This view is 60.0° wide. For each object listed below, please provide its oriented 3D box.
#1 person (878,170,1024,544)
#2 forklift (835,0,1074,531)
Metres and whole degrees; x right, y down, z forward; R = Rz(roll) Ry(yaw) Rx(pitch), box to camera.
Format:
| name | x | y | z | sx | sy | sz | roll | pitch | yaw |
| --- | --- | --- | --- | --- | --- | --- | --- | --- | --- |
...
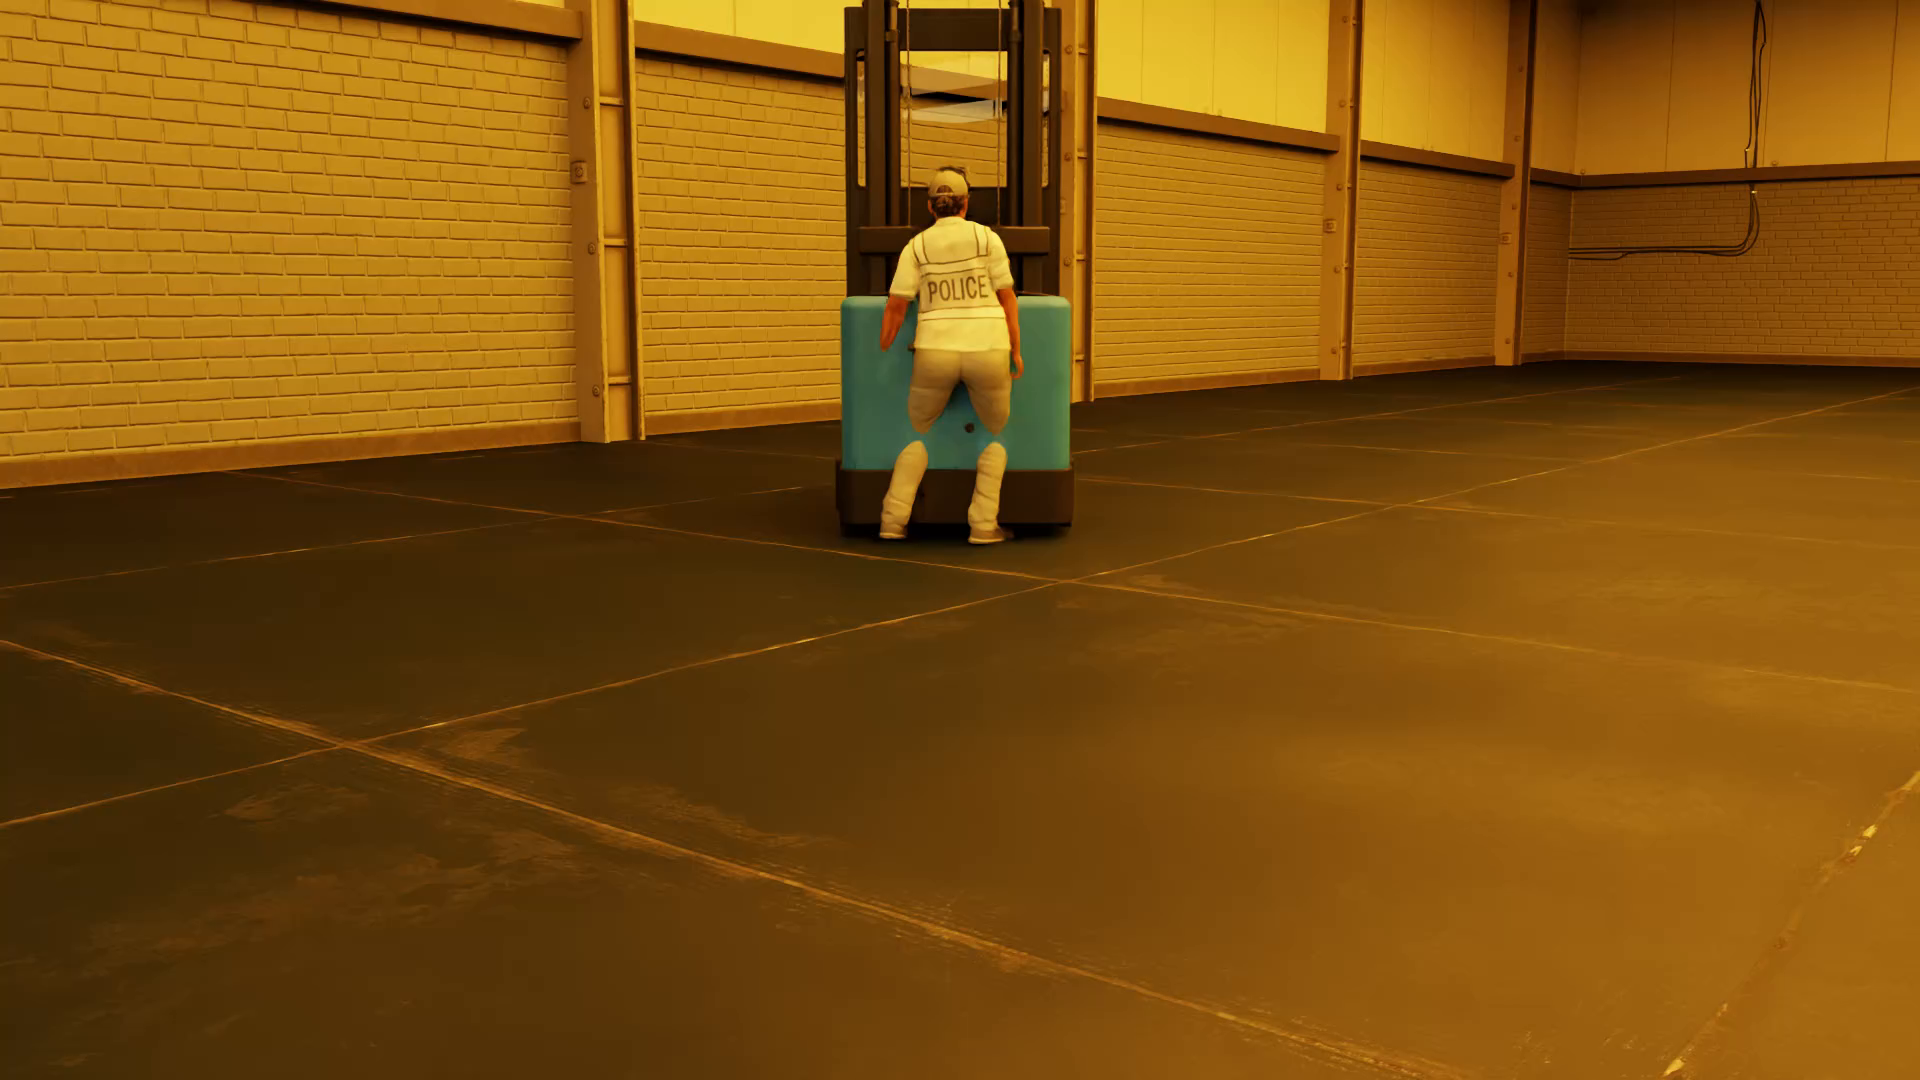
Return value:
| name | x | y | z | sx | sy | sz | roll | pitch | yaw |
| --- | --- | --- | --- | --- | --- | --- | --- | --- | --- |
| person | -0.061 | -0.795 | 7.323 | 0.694 | 1.634 | 0.411 | 0 | 8 | 0 |
| forklift | -0.039 | -1.669 | 8.690 | 1.130 | 2.935 | 3.031 | 0 | 8 | -1 |
